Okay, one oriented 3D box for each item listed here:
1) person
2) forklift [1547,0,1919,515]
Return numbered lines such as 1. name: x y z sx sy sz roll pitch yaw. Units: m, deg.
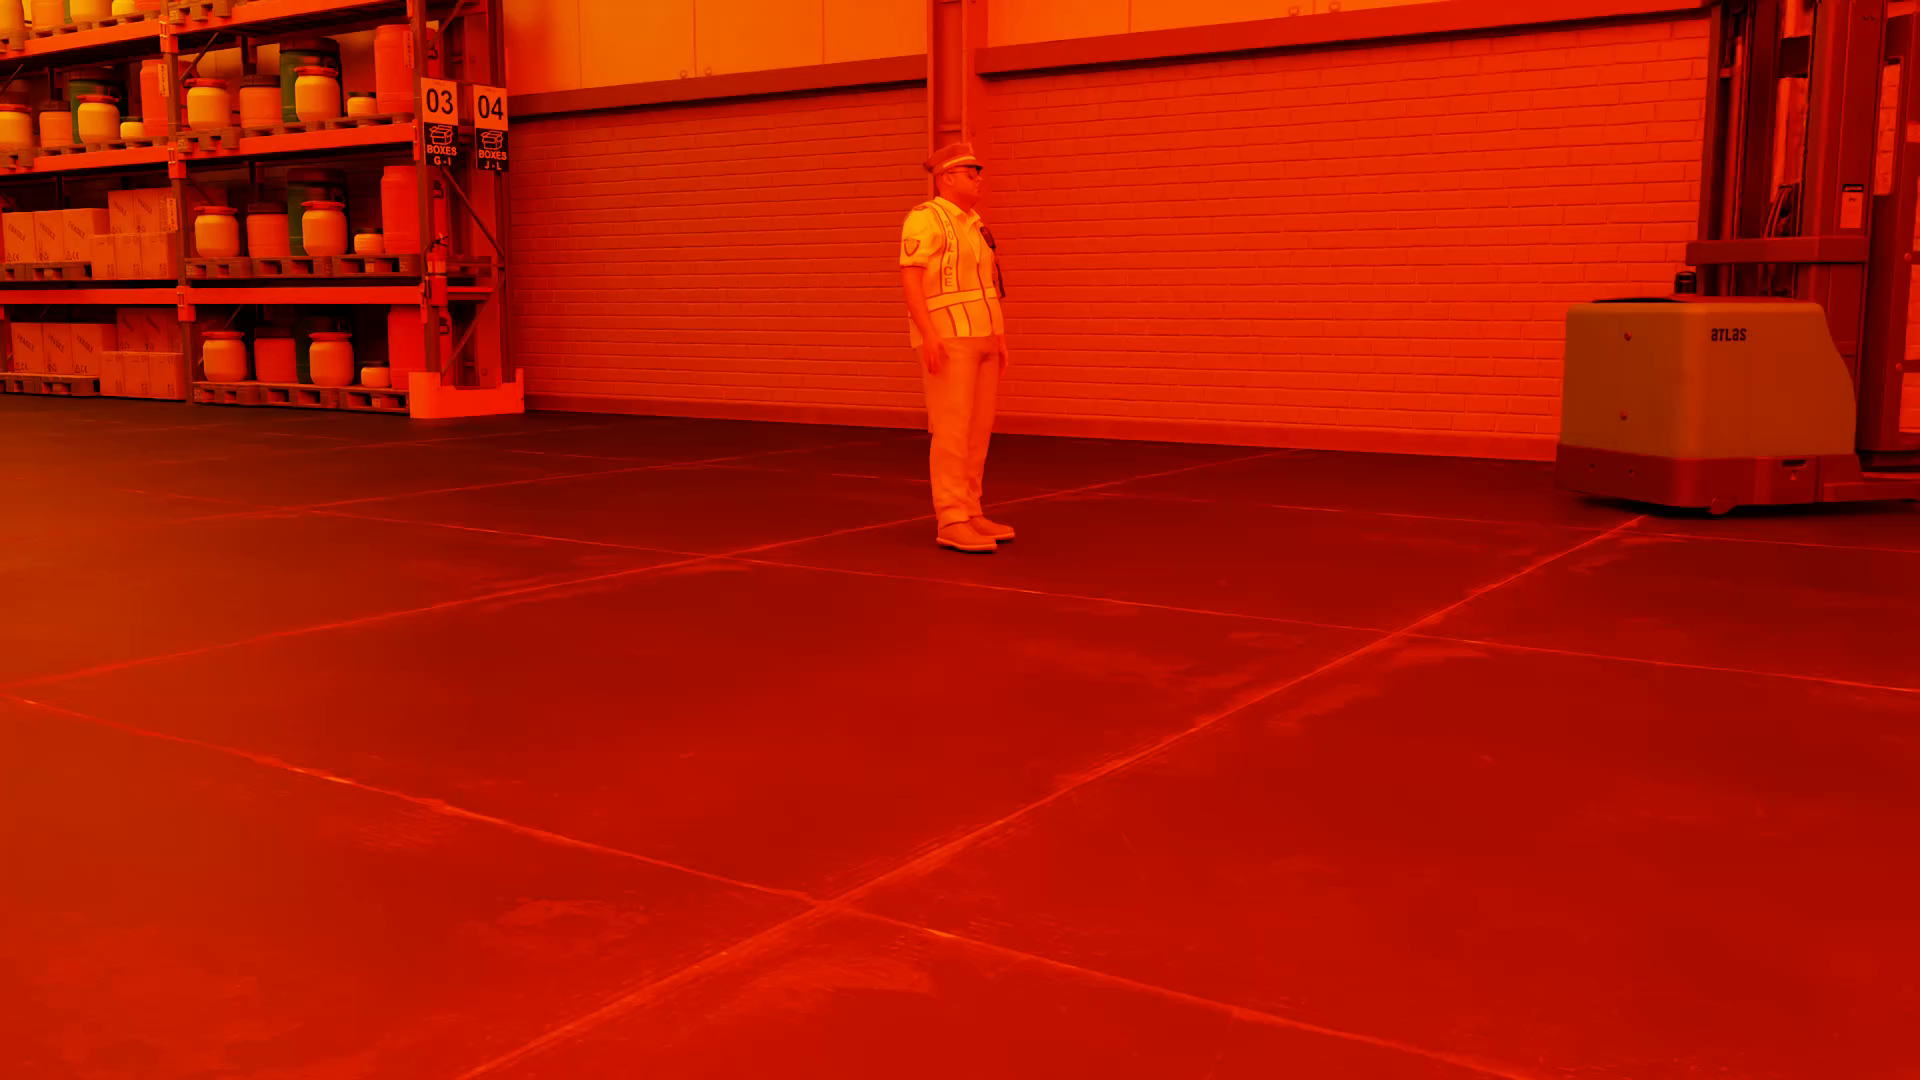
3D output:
1. person: 0.057 -0.882 7.424 0.575 1.780 0.640 5 10 34
2. forklift: 4.792 -1.669 8.931 3.031 2.935 1.130 -3 8 -17
